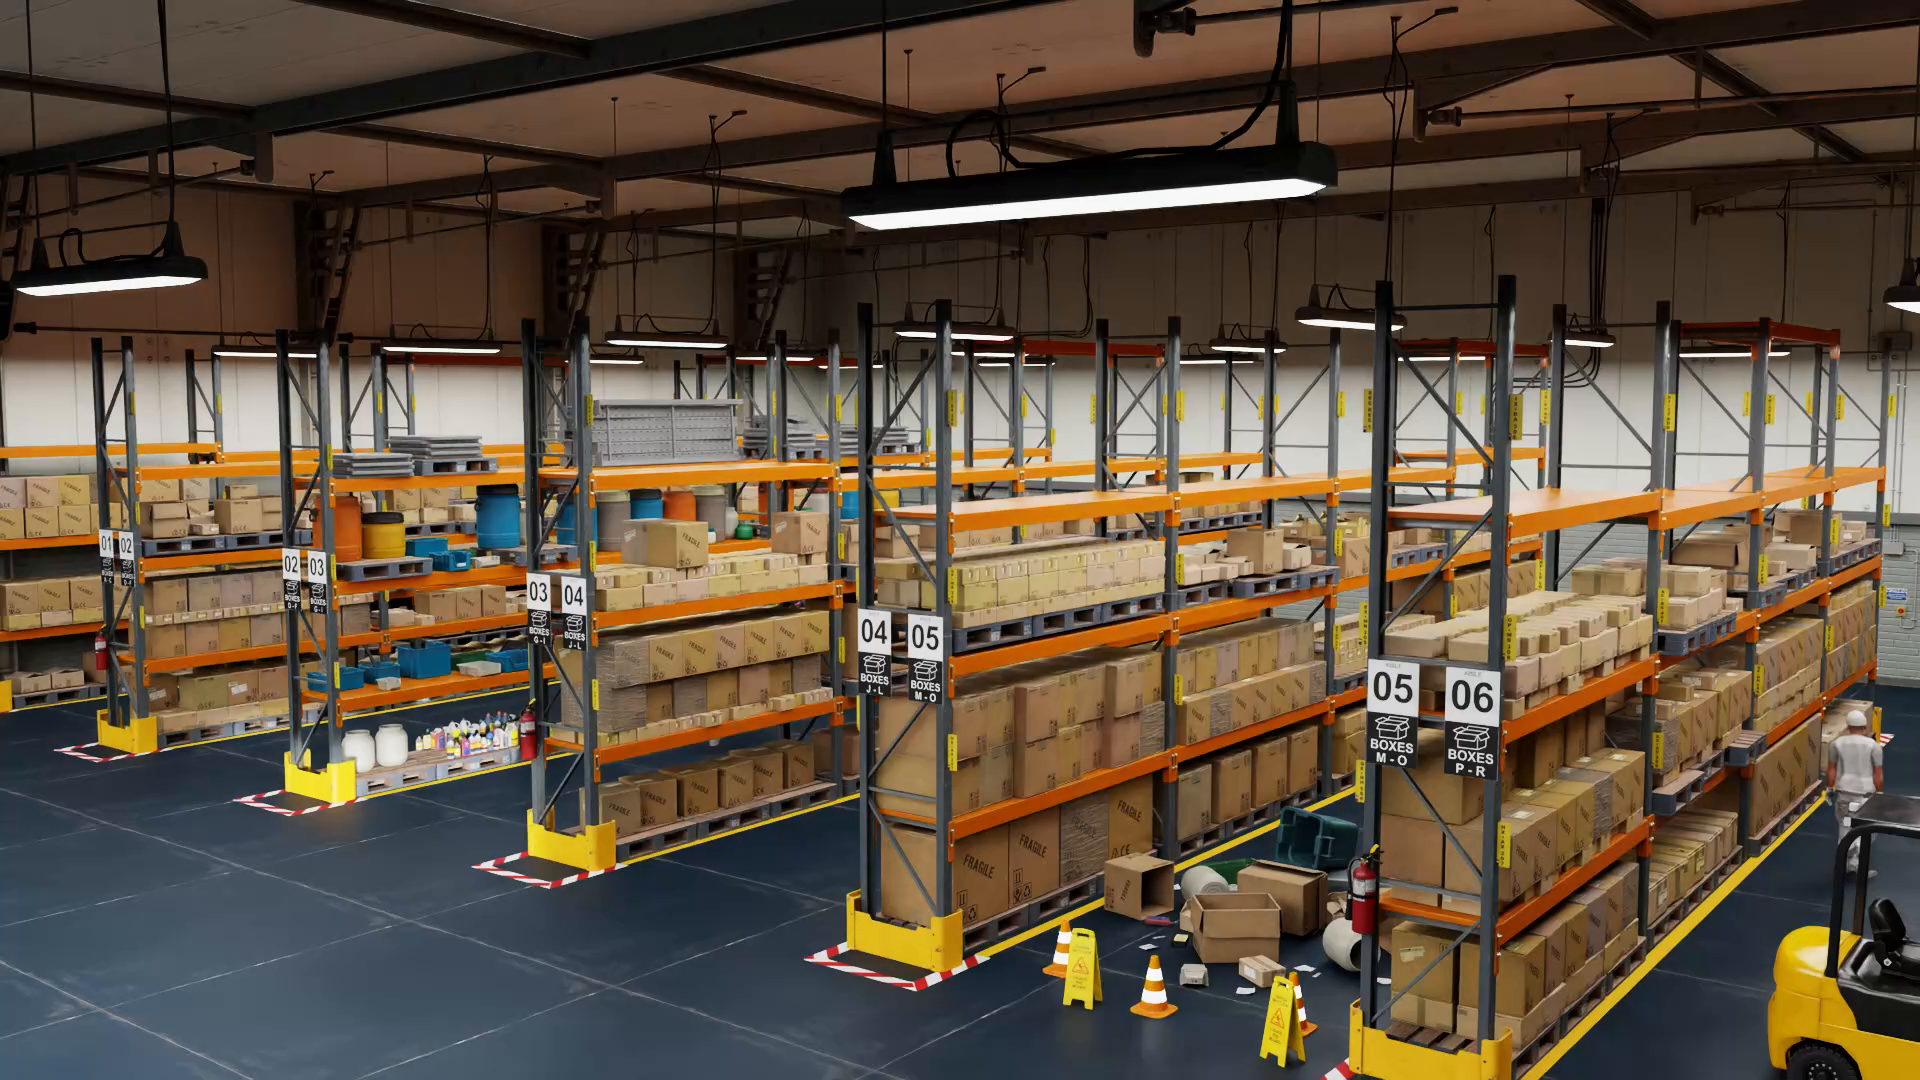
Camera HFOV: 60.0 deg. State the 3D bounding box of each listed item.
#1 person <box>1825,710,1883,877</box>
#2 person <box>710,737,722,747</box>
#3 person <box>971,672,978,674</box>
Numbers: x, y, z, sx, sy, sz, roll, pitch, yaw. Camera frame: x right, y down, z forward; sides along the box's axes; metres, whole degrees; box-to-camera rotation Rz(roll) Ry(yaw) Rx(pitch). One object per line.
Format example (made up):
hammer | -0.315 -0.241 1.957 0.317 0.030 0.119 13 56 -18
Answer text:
person | 9.621 2.726 17.882 0.573 1.787 0.551 4 6 39
person | -3.353 2.125 24.212 0.507 1.666 0.701 1 5 13
person | 0.307 2.342 21.844 0.529 1.532 0.499 -4 6 -38
